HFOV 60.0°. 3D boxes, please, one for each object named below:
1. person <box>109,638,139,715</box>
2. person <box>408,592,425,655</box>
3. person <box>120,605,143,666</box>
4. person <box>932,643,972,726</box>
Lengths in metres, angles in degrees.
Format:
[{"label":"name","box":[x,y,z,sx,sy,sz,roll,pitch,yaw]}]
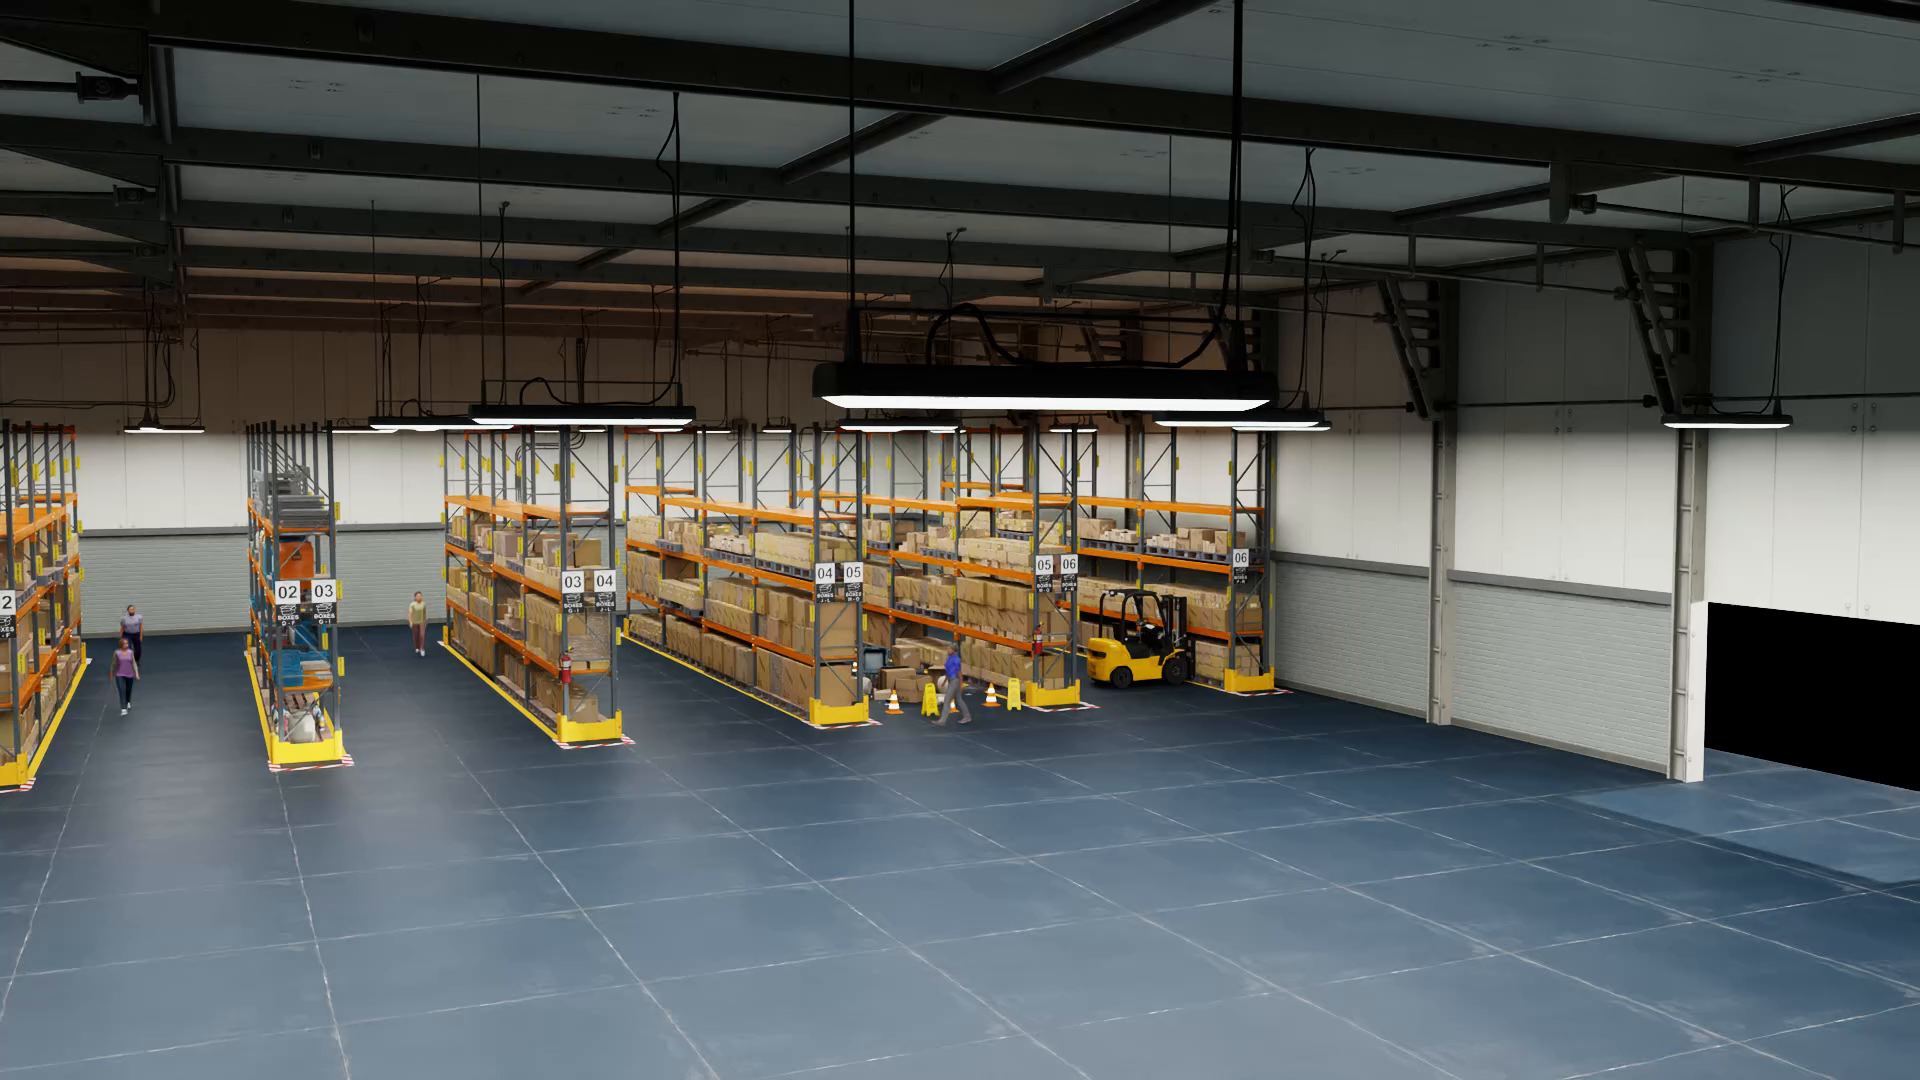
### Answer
[{"label":"person","box":[-17.248,2.790,34.308,0.528,1.536,1.009,-2,4,-33]},{"label":"person","box":[-14.201,2.170,43.484,0.426,1.614,1.008,-1,4,-19]},{"label":"person","box":[-20.270,2.371,40.695,0.483,1.588,0.857,-2,4,-27]},{"label":"person","box":[-0.168,2.847,32.917,0.866,1.623,0.476,-1,4,-13]}]
